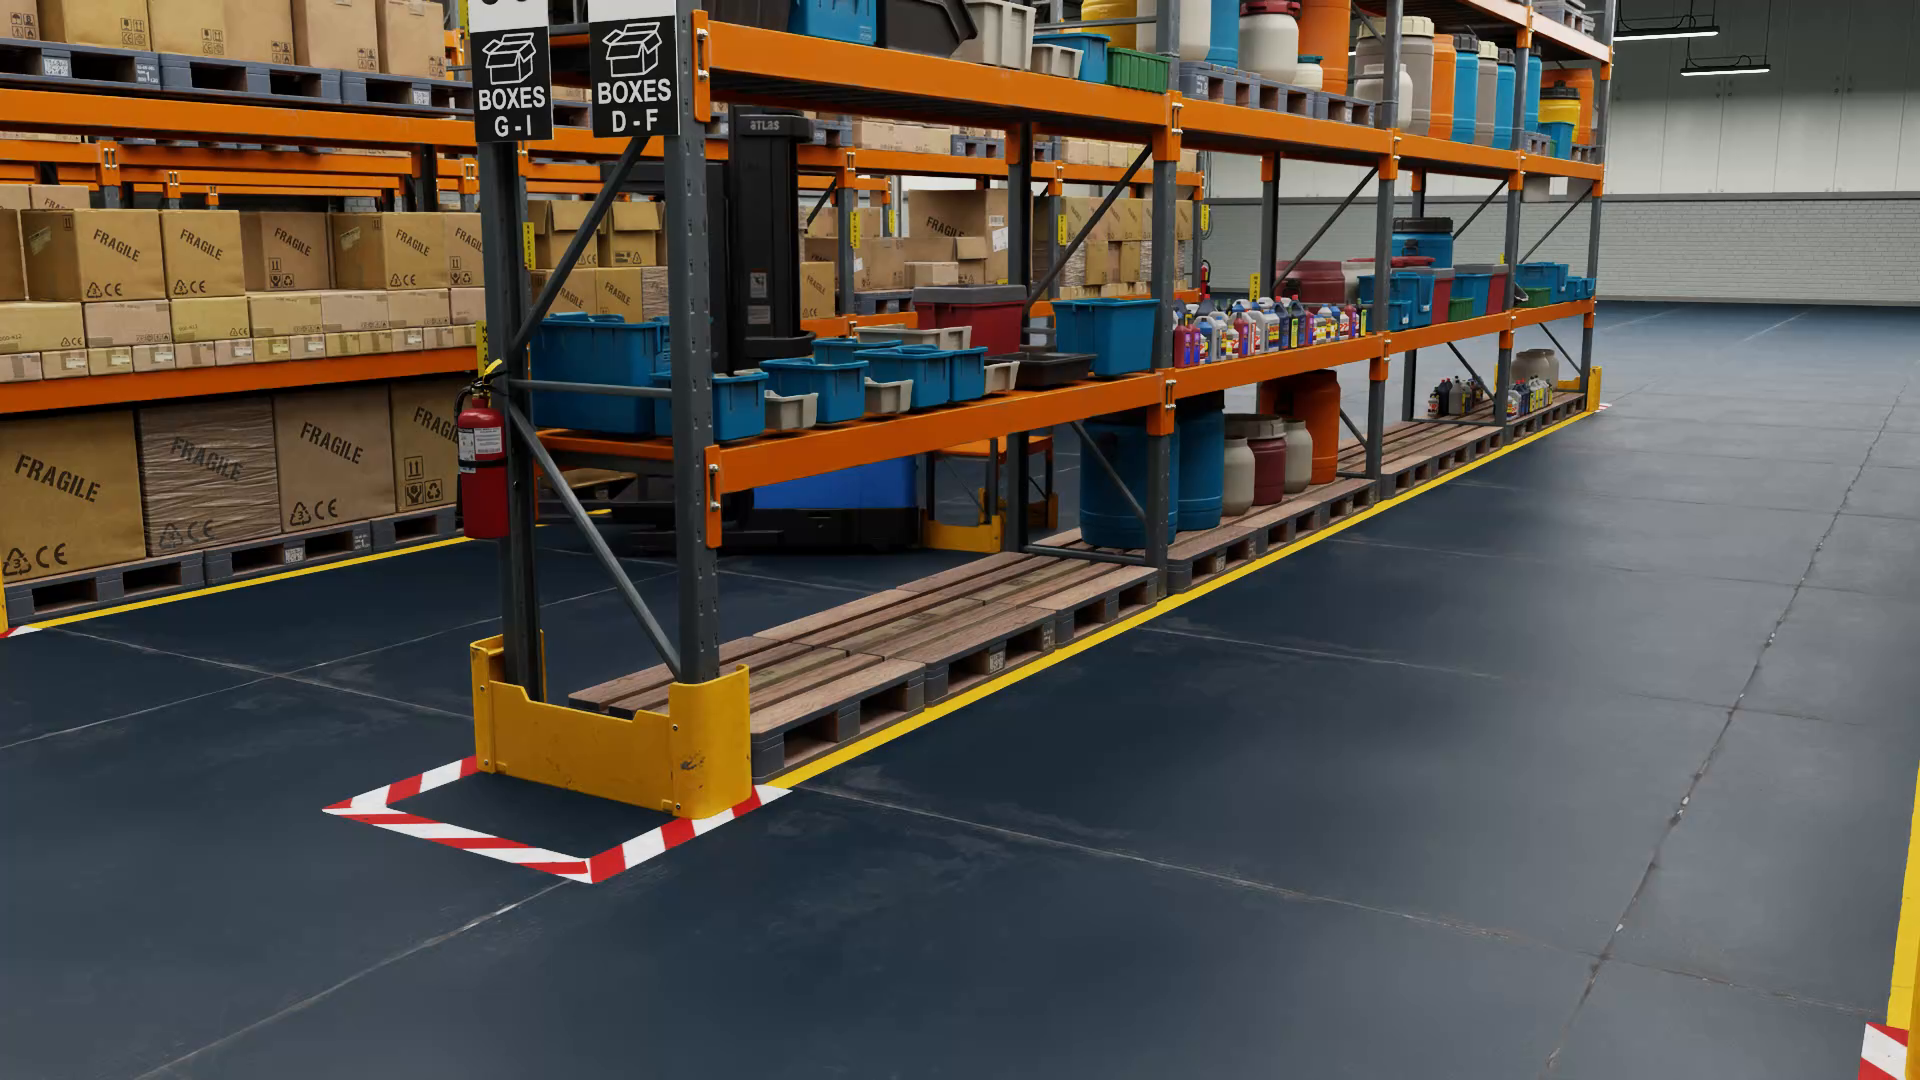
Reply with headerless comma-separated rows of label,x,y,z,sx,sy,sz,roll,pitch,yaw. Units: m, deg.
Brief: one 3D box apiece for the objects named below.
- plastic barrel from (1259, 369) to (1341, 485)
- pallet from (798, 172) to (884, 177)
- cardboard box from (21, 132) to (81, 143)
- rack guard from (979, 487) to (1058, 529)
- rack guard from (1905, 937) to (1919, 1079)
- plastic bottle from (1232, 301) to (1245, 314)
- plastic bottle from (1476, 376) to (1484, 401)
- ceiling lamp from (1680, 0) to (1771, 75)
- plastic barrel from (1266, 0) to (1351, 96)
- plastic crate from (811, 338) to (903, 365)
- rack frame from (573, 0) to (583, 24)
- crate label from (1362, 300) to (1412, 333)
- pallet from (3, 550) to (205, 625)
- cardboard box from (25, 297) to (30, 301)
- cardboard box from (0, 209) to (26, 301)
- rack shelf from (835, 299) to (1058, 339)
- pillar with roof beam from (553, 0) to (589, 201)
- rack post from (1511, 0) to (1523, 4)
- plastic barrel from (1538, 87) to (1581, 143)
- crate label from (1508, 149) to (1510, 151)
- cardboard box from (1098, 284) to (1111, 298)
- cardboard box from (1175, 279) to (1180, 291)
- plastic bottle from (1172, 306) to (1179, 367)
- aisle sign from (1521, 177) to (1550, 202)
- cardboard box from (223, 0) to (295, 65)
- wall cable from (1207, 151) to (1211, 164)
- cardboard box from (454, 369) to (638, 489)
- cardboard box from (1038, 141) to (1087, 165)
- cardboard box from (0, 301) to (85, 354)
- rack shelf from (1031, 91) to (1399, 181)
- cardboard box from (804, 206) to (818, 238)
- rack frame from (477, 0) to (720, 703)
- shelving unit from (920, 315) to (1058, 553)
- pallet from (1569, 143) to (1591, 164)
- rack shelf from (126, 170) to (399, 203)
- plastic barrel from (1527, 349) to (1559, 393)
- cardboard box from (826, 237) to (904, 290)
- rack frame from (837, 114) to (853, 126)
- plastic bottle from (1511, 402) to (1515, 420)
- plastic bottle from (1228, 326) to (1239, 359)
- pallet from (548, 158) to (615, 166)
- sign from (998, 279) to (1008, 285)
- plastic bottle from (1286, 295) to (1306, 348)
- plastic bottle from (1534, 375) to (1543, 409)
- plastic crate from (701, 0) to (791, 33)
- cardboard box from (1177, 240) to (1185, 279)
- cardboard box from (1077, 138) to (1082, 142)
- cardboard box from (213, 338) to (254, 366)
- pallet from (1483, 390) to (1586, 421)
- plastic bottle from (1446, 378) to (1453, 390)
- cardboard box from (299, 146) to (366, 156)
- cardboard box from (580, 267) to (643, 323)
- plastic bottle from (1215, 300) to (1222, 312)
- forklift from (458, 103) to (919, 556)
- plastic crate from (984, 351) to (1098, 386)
plastic barrel,2.571,-0.869,12.618,0.600,0.830,0.708,6,12,31
pallet,-1.832,-5.343,23.844,1.003,0.211,1.213,6,12,31
cardboard box,-7.710,-3.440,13.847,0.500,0.250,0.500,7,13,32
rack guard,0.416,-0.230,11.920,0.587,0.250,0.087,5,12,23
rack guard,2.928,1.140,3.919,1.175,0.500,0.348,6,12,31
plastic bottle,2.038,-1.614,12.186,0.097,0.271,0.097,0,11,0
plastic bottle,5.756,-1.686,18.443,0.097,0.271,0.097,0,11,0
ceiling lamp,18.863,-13.031,40.656,2.000,3.185,0.800,6,12,31
plastic barrel,2.513,-3.611,12.047,0.600,0.830,0.708,6,12,31
plastic crate,-0.496,-0.845,8.022,0.416,0.233,0.300,6,12,31
rack frame,-5.739,-7.435,26.629,1.000,3.000,0.127,6,12,31
crate label,3.349,-1.756,13.054,0.303,0.233,0.416,6,12,31
pallet,-5.228,0.214,9.651,1.003,0.211,1.213,6,12,31
cardboard box,-5.288,-1.277,9.638,0.500,0.250,0.500,6,12,30
cardboard box,-5.548,-1.566,9.144,0.500,0.500,0.500,7,12,31
rack shelf,-0.385,-2.242,17.150,1.077,0.370,4.000,6,12,31
pillar with roof beam,-4.321,-8.418,31.878,9.100,9.000,0.548,6,12,31
rack post,3.938,-5.166,13.968,1.013,1.000,3.121,6,12,31
plastic barrel,6.480,-4.648,18.242,0.600,0.588,0.600,0,11,0
crate label,5.710,-4.205,17.931,0.502,0.251,0.408,6,12,31
cardboard box,1.556,-2.948,19.646,0.380,0.149,0.250,6,12,31
cardboard box,2.629,-3.312,21.593,0.380,0.149,0.250,6,12,31
plastic bottle,1.214,-1.186,9.685,0.144,0.351,0.185,6,12,31
aisle sign,6.751,-4.384,19.568,0.394,0.787,0.004,6,12,31
cardboard box,-4.530,-3.150,10.206,0.700,0.500,0.500,7,13,33
wall cable,9.432,-13.638,54.477,3.097,2.526,0.112,6,12,31
cardboard box,-3.184,-0.917,12.748,1.225,0.875,0.875,6,12,31
cardboard box,1.106,-4.358,18.749,0.500,0.250,0.500,6,12,28
cardboard box,-5.096,-1.145,8.935,0.500,0.250,0.500,6,12,29
rack shelf,1.772,-2.615,10.986,1.077,0.370,4.000,6,12,31
cardboard box,-2.459,-4.313,22.913,0.875,0.550,0.500,6,12,31
rack frame,-1.343,-0.550,6.156,1.000,3.000,0.127,6,12,31
shelving unit,0.214,-0.761,11.357,0.587,1.500,1.083,5,12,23
pallet,6.451,-4.327,18.693,1.003,0.211,1.213,6,12,31
rack shelf,-8.854,-4.664,21.931,1.077,0.370,4.000,6,12,31
plastic barrel,6.687,-1.939,19.195,0.421,0.512,0.421,0,11,0
cardboard box,-0.972,-2.723,16.350,0.700,0.500,0.500,9,14,39
rack frame,-1.423,-5.230,14.852,1.000,3.000,0.127,6,12,31
plastic bottle,5.480,-1.302,16.583,0.097,0.201,0.097,0,11,0
plastic bottle,1.674,-1.222,10.283,0.097,0.201,0.097,0,11,0
pallet,-4.743,-4.435,19.270,1.003,0.211,1.213,7,13,33
sign,0.264,-1.368,9.773,0.100,0.325,0.005,6,12,31
plastic bottle,2.253,-1.479,11.251,0.144,0.351,0.185,6,12,31
plastic bottle,6.076,-1.565,17.578,0.144,0.351,0.185,7,13,33
plastic crate,-0.905,-1.994,6.073,0.497,0.269,0.590,6,12,31
cardboard box,2.422,-3.651,21.640,0.875,0.500,0.500,6,12,31
cardboard box,1.166,-4.577,18.839,0.380,0.149,0.250,6,12,28
cardboard box,-4.444,-1.127,9.917,0.380,0.149,0.250,6,12,30
pallet,6.538,-1.552,19.086,1.003,0.211,1.213,6,12,31
plastic bottle,5.075,-1.511,17.289,0.144,0.351,0.185,6,12,28
cardboard box,-6.200,-4.023,16.281,0.500,0.500,0.500,6,12,31
cardboard box,-2.787,-1.829,12.716,0.500,0.500,0.500,6,12,31
plastic bottle,1.841,-1.588,12.017,0.061,0.283,0.133,6,12,31
forklift,-1.798,-1.433,11.060,3.031,2.935,1.130,0,11,-1
plastic crate,0.382,-0.872,8.458,0.437,0.125,0.590,6,12,31
